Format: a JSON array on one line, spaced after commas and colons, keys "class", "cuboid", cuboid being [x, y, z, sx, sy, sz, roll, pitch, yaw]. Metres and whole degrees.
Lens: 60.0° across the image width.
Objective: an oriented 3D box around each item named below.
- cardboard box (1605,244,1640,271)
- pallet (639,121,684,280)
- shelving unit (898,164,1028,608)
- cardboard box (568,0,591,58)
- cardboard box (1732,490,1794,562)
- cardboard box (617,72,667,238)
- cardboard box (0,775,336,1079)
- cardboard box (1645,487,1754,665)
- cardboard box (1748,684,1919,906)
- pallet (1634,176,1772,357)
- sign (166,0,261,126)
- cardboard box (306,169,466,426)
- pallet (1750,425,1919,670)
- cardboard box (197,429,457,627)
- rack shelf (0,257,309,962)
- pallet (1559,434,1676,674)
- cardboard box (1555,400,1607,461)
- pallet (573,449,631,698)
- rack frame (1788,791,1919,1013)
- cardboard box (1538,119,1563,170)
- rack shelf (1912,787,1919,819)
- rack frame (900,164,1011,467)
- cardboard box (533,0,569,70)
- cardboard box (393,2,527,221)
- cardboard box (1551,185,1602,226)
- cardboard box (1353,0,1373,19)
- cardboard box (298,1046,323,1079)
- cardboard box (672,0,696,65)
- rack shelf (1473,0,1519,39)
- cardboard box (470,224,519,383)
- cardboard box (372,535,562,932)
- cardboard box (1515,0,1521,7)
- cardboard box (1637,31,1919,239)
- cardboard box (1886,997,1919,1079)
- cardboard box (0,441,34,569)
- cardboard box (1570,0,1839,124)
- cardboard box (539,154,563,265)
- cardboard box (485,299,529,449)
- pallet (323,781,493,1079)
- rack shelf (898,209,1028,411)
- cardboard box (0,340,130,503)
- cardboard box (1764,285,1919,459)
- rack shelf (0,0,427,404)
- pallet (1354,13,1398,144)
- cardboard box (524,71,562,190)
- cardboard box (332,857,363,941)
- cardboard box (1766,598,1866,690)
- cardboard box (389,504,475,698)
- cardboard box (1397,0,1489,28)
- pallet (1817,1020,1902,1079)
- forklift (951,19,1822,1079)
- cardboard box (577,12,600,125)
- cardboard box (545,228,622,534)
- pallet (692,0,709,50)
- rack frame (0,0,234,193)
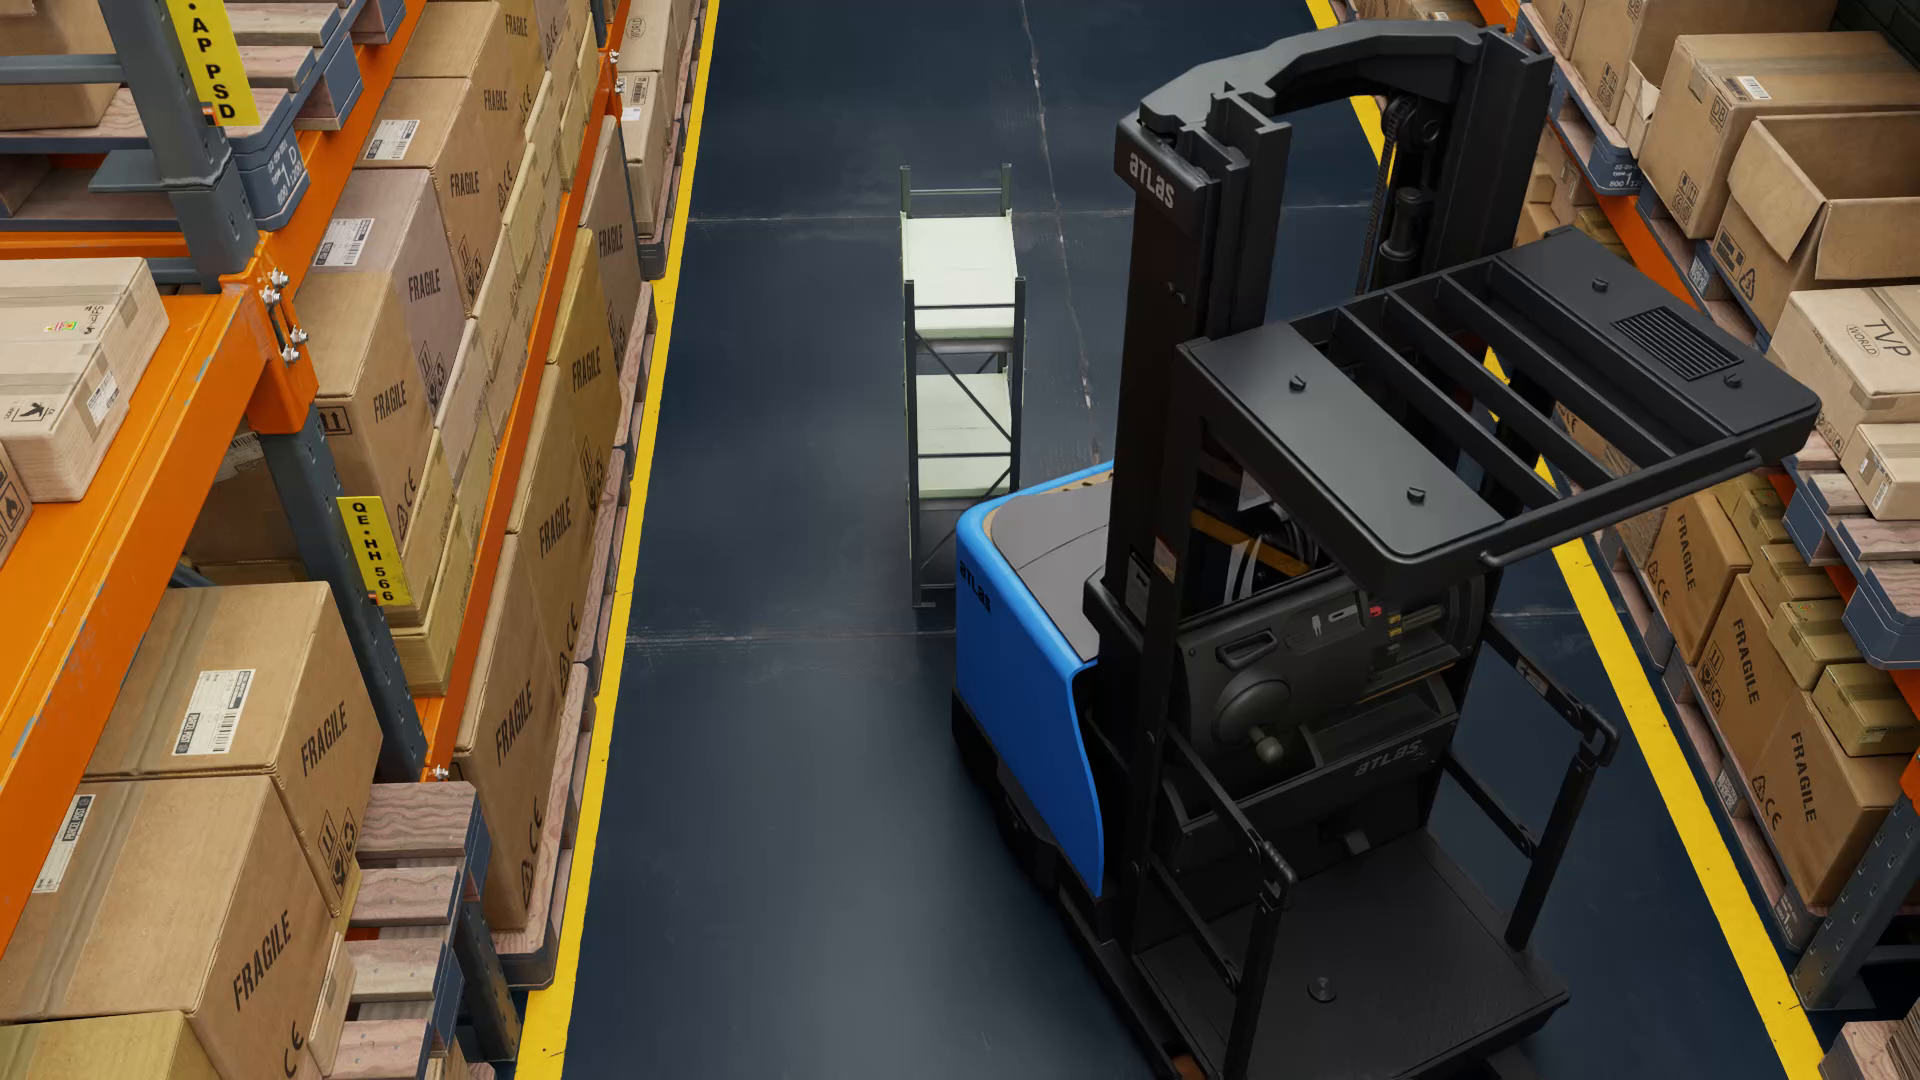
[{"class": "cardboard box", "cuboid": [2.830, -1.078, 6.765, 0.380, 0.149, 0.250, -2, 43, -3]}, {"class": "pallet", "cuboid": [-1.969, -1.740, 8.493, 1.003, 0.211, 1.213, -2, 43, -2]}, {"class": "shelving unit", "cuboid": [0.000, -0.548, 6.238, 0.431, 1.500, 0.755, -2, 43, -2]}, {"class": "cardboard box", "cuboid": [-1.753, -2.091, 6.553, 0.500, 0.250, 0.500, -2, 43, -2]}, {"class": "cardboard box", "cuboid": [2.864, -0.038, 5.631, 0.380, 0.149, 0.250, 0, 43, -1]}, {"class": "cardboard box", "cuboid": [-1.934, -1.890, 8.177, 0.875, 0.438, 0.875, -2, 43, -2]}, {"class": "cardboard box", "cuboid": [-1.515, 0.794, 3.059, 0.500, 0.500, 0.500, -2, 43, -2]}, {"class": "cardboard box", "cuboid": [2.846, 0.099, 5.962, 0.500, 0.500, 0.500, 0, 43, 0]}, {"class": "cardboard box", "cuboid": [2.881, 0.790, 5.207, 0.500, 0.500, 0.500, -1, 43, -1]}, {"class": "pallet", "cuboid": [3.027, -0.939, 5.697, 1.003, 0.211, 1.213, -2, 43, -2]}, {"class": "sign", "cuboid": [-1.303, -0.863, 2.869, 0.100, 0.325, 0.005, -2, 43, -2]}, {"class": "cardboard box", "cuboid": [-1.652, -0.632, 4.406, 0.500, 0.500, 0.500, -1, 43, -2]}, {"class": "pallet", "cuboid": [3.015, -0.082, 4.762, 1.213, 0.211, 1.003, -2, 43, -2]}, {"class": "cardboard box", "cuboid": [-1.620, -0.031, 4.305, 0.500, 0.250, 0.500, -2, 43, -2]}, {"class": "rack shelf", "cuboid": [-1.760, 0.957, 1.798, 1.077, 0.370, 4.000, -2, 43, -2]}, {"class": "pallet", "cuboid": [3.071, 0.004, 6.590, 1.003, 0.211, 1.213, -2, 43, -2]}, {"class": "cardboard box", "cuboid": [2.789, -0.602, 6.726, 0.500, 0.500, 0.500, -3, 43, -3]}, {"class": "pallet", "cuboid": [-1.852, 0.119, 6.463, 1.003, 0.211, 1.213, -2, 43, -2]}, {"class": "rack frame", "cuboid": [3.114, 0.303, 4.200, 1.000, 3.000, 0.127, -2, 43, -2]}, {"class": "cardboard box", "cuboid": [2.754, -1.732, 7.258, 0.380, 0.149, 0.250, -2, 43, -3]}, {"class": "rack shelf", "cuboid": [3.199, 1.918, 2.970, 1.077, 0.370, 4.000, -2, 43, -2]}, {"class": "rack frame", "cuboid": [-0.015, -0.795, 6.508, 0.400, 1.500, 0.023, -2, 43, -2]}, {"class": "cardboard box", "cuboid": [-1.716, -2.015, 5.914, 0.500, 0.500, 0.500, -1, 43, -1]}, {"class": "cardboard box", "cuboid": [-1.677, -1.323, 5.159, 0.500, 0.500, 0.500, -1, 43, -1]}, {"class": "cardboard box", "cuboid": [2.782, -1.436, 7.155, 0.380, 0.149, 0.250, -3, 43, -3]}, {"class": "cardboard box", "cuboid": [2.703, -3.338, 9.711, 0.700, 0.500, 0.500, 0, 43, 0]}, {"class": "cardboard box", "cuboid": [-1.454, 1.118, 3.186, 0.380, 0.149, 0.250, -4, 43, -4]}, {"class": "cardboard box", "cuboid": [-2.010, -3.103, 9.501, 0.875, 0.438, 0.875, -1, 43, -1]}, {"class": "rack shelf", "cuboid": [2.859, -3.483, 8.862, 1.077, 0.370, 4.000, -2, 43, -2]}, {"class": "cardboard box", "cuboid": [-1.650, -0.716, 5.053, 0.500, 0.250, 0.500, -2, 43, -2]}, {"class": "cardboard box", "cuboid": [-1.791, 0.607, 5.129, 0.875, 0.875, 0.875, -2, 43, -2]}, {"class": "cardboard box", "cuboid": [2.678, -2.513, 7.458, 0.380, 0.149, 0.250, -1, 43, -1]}, {"class": "cardboard box", "cuboid": [2.796, -1.377, 5.648, 0.700, 0.500, 0.500, -2, 43, -2]}, {"class": "cardboard box", "cuboid": [3.127, 1.445, 4.401, 0.875, 0.625, 0.625, 0, 43, 0]}, {"class": "cardboard box", "cuboid": [-1.815, -0.055, 2.296, 0.700, 0.500, 0.500, -2, 43, -2]}, {"class": "cardboard box", "cuboid": [2.763, -1.907, 6.226, 0.700, 0.500, 0.500, -1, 43, -1]}, {"class": "cardboard box", "cuboid": [-1.721, -1.217, 5.969, 0.500, 0.250, 0.500, -3, 43, -3]}, {"class": "cardboard box", "cuboid": [-1.670, -0.535, 5.225, 0.500, 0.250, 0.500, 0, 43, 0]}, {"class": "pallet", "cuboid": [-1.708, 0.996, 3.585, 1.213, 0.211, 1.003, -2, 43, -2]}, {"class": "rack shelf", "cuboid": [0.000, -0.836, 5.975, 0.431, 0.370, 0.720, -2, 43, -2]}, {"class": "cardboard box", "cuboid": [-1.603, -0.191, 2.705, 0.380, 0.149, 0.250, -2, 43, -2]}, {"class": "cardboard box", "cuboid": [2.746, -0.500, 4.876, 0.500, 0.250, 0.500, -3, 43, -4]}, {"class": "rack shelf", "cuboid": [-1.930, -1.743, 4.744, 1.077, 0.370, 4.000, -2, 43, -2]}, {"class": "pallet", "cuboid": [2.861, -2.659, 9.495, 1.003, 0.211, 1.213, -2, 43, -2]}, {"class": "cardboard box", "cuboid": [-1.697, -1.404, 5.803, 0.500, 0.250, 0.500, -1, 43, -1]}, {"class": "cardboard box", "cuboid": [-1.512, 0.779, 3.556, 0.380, 0.149, 0.250, -1, 43, -1]}, {"class": "cardboard box", "cuboid": [2.797, 0.321, 5.239, 0.380, 0.149, 0.250, -4, 43, -4]}, {"class": "cardboard box", "cuboid": [-1.615, 0.165, 4.461, 0.500, 0.250, 0.500, -2, 43, -3]}, {"class": "cardboard box", "cuboid": [2.747, -2.637, 8.946, 0.700, 0.500, 0.500, -3, 43, -3]}, {"class": "pallet", "cuboid": [3.110, 1.887, 4.535, 1.003, 0.211, 1.213, -2, 43, -2]}, {"class": "forklift", "cuboid": [1.077, 0.367, 4.181, 1.130, 2.935, 3.031, -19, 46, -19]}, {"class": "cardboard box", "cuboid": [-1.744, -1.902, 6.716, 0.500, 0.250, 0.500, -3, 43, -3]}, {"class": "cardboard box", "cuboid": [-1.863, -0.599, 6.445, 0.875, 0.875, 0.875, -1, 43, -1]}, {"class": "pallet", "cuboid": [-2.073, -3.388, 10.290, 1.003, 0.211, 1.213, -2, 43, -2]}, {"class": "rack frame", "cuboid": [-1.845, -1.764, 2.015, 1.000, 3.000, 0.127, -2, 43, -2]}]
